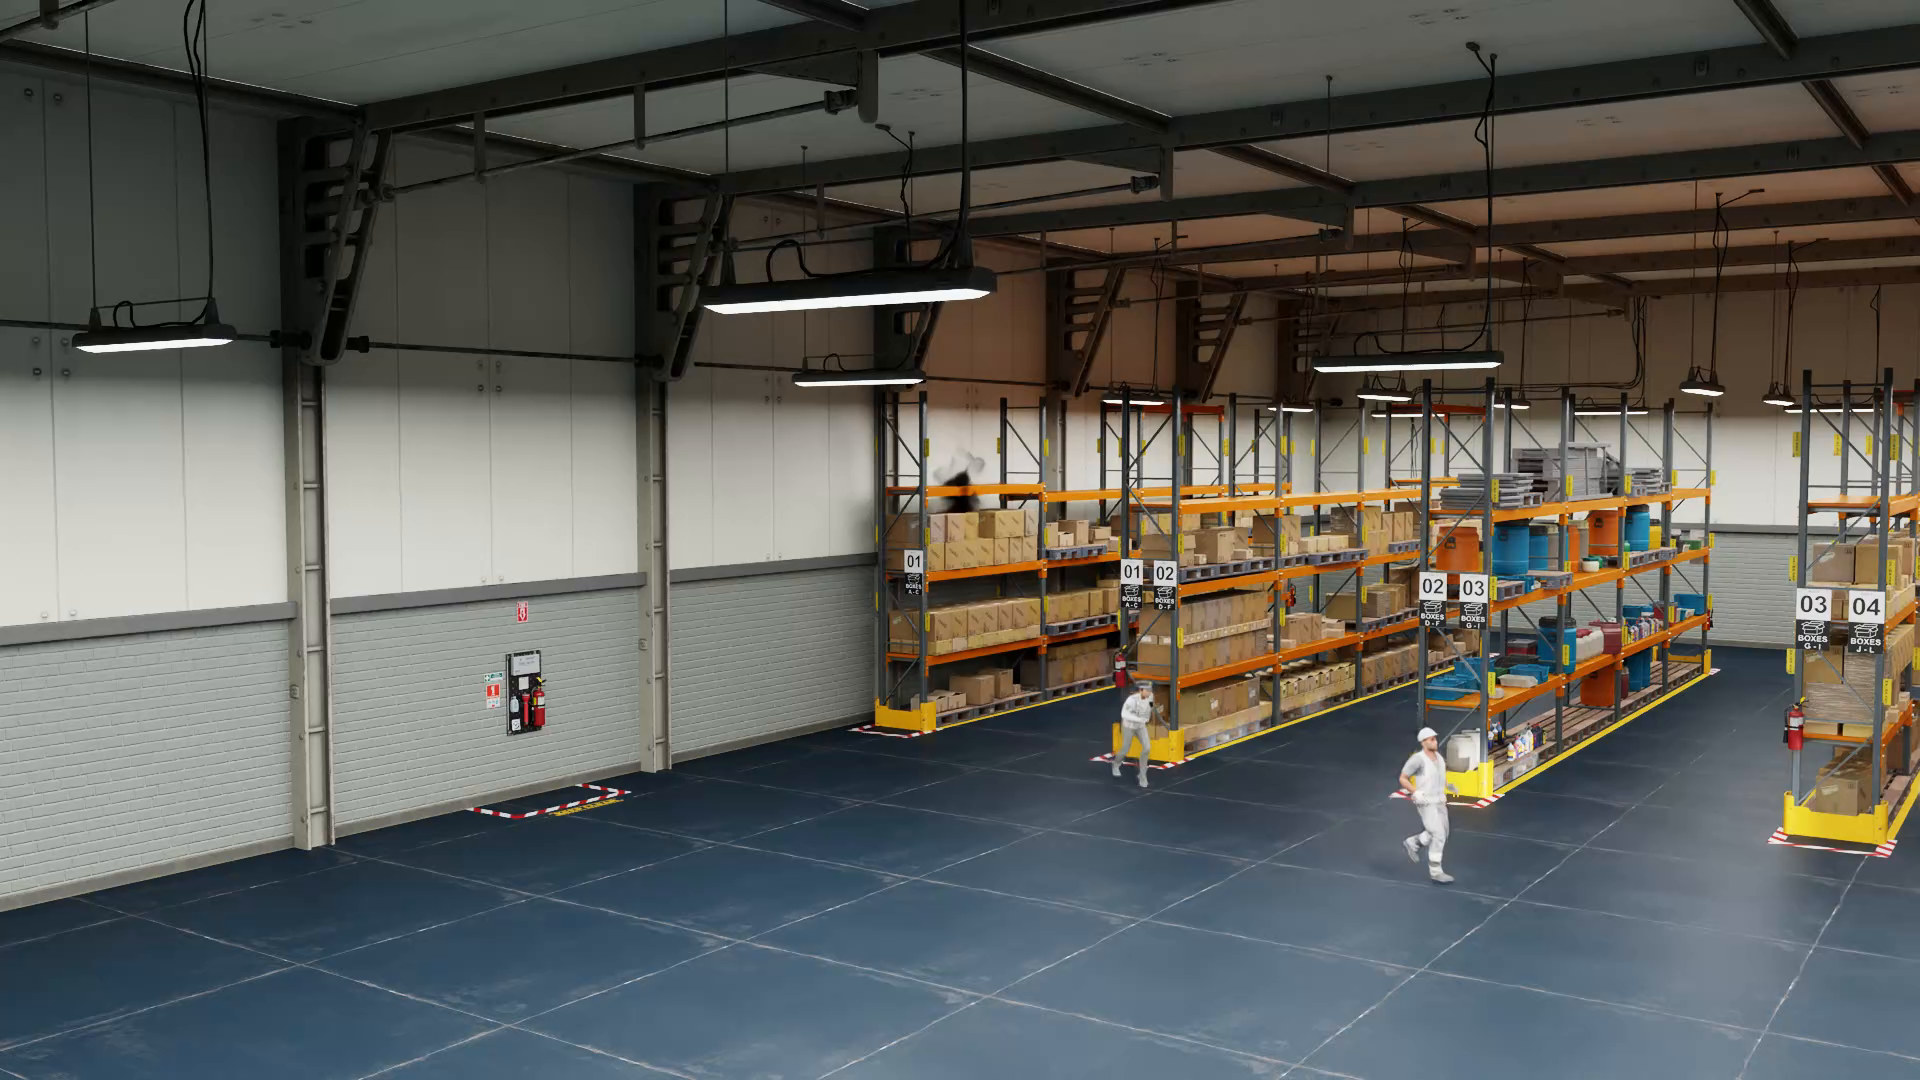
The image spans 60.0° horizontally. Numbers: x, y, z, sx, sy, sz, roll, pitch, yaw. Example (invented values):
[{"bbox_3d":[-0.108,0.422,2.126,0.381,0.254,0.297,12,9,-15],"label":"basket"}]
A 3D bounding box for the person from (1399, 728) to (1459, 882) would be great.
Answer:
[{"bbox_3d":[5.427,3.056,19.323,0.663,1.748,0.786,-2,4,-35],"label":"person"}]

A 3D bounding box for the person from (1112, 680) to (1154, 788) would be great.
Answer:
[{"bbox_3d":[2.585,2.858,24.848,0.655,1.622,0.951,-2,4,-28],"label":"person"}]
